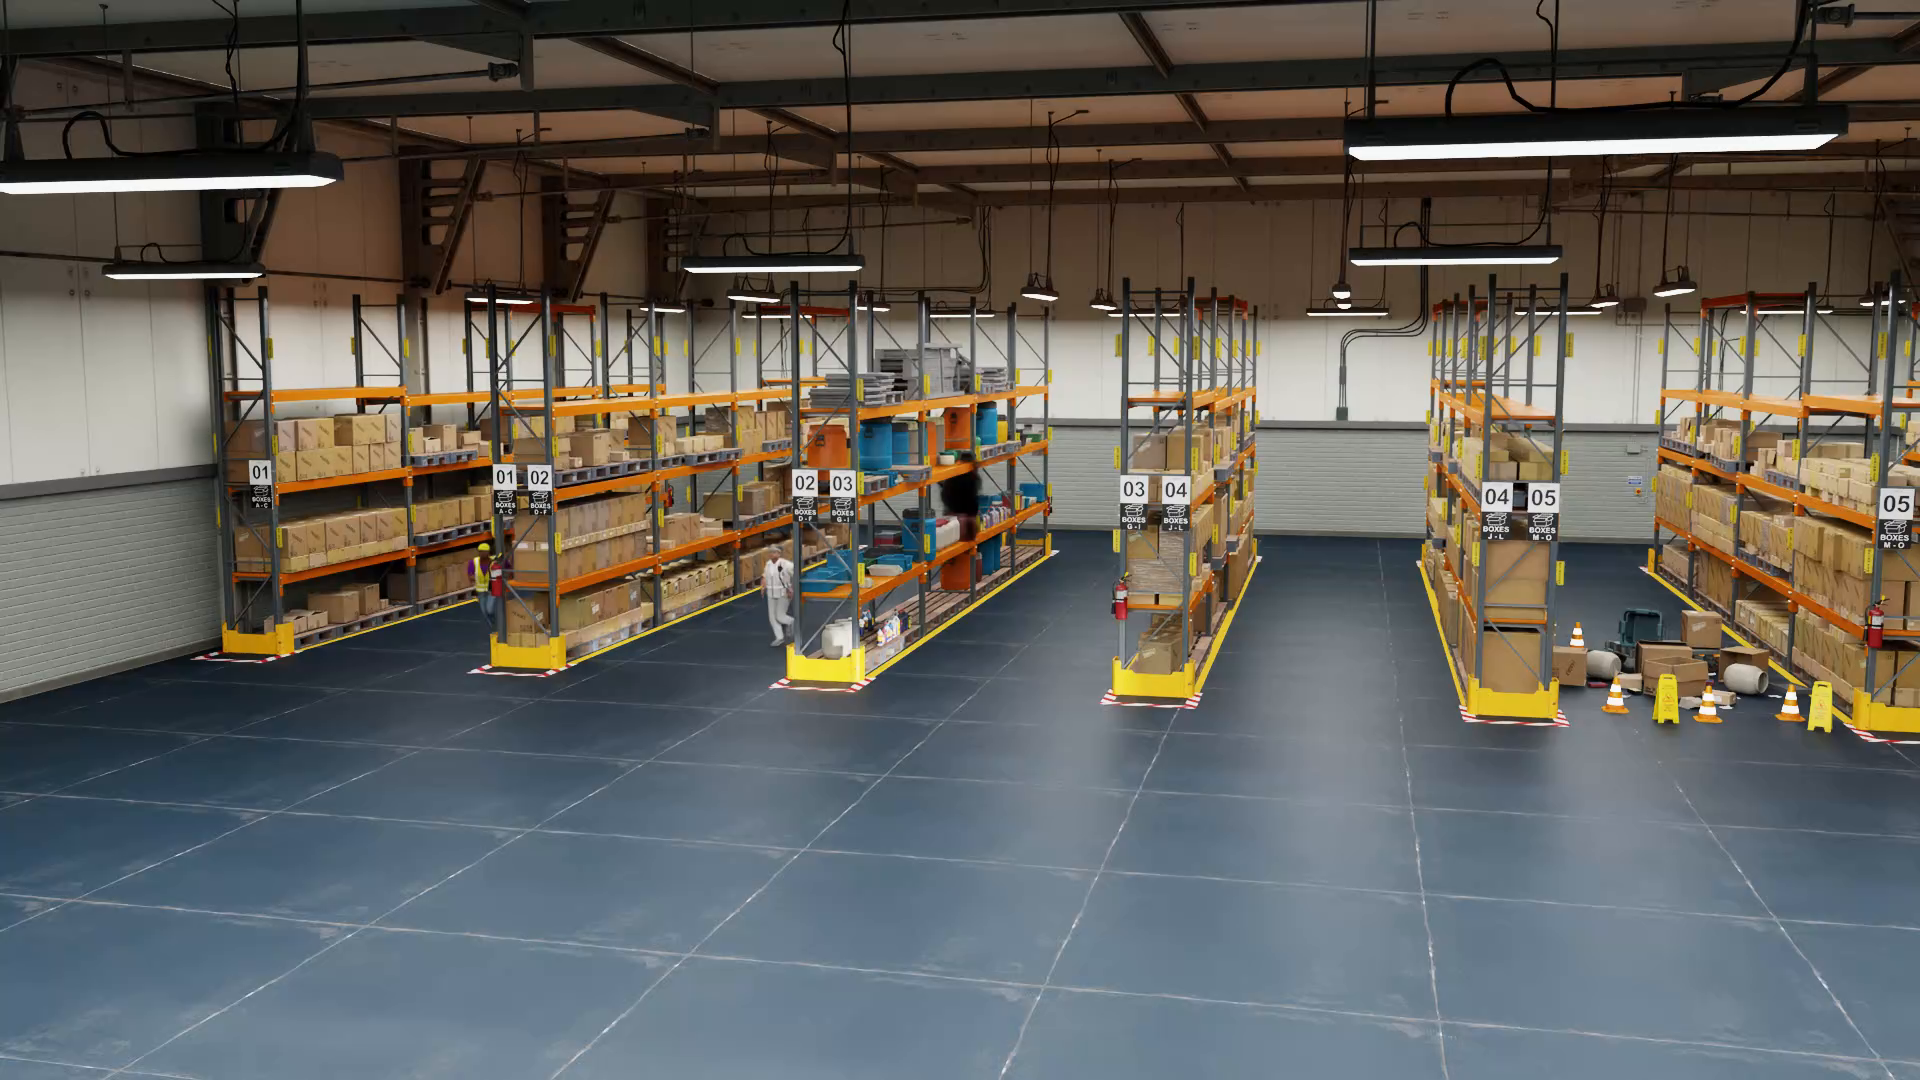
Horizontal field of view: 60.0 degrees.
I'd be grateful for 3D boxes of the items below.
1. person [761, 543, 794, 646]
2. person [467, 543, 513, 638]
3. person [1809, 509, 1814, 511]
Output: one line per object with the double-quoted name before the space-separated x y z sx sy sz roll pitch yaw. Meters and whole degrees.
"person" -3.058 0.922 28.131 0.687 1.754 0.676 3 7 27
"person" -8.074 0.884 28.466 0.684 1.687 0.762 1 7 6
"person" 16.927 0.306 33.168 0.704 1.850 0.798 1 7 7
